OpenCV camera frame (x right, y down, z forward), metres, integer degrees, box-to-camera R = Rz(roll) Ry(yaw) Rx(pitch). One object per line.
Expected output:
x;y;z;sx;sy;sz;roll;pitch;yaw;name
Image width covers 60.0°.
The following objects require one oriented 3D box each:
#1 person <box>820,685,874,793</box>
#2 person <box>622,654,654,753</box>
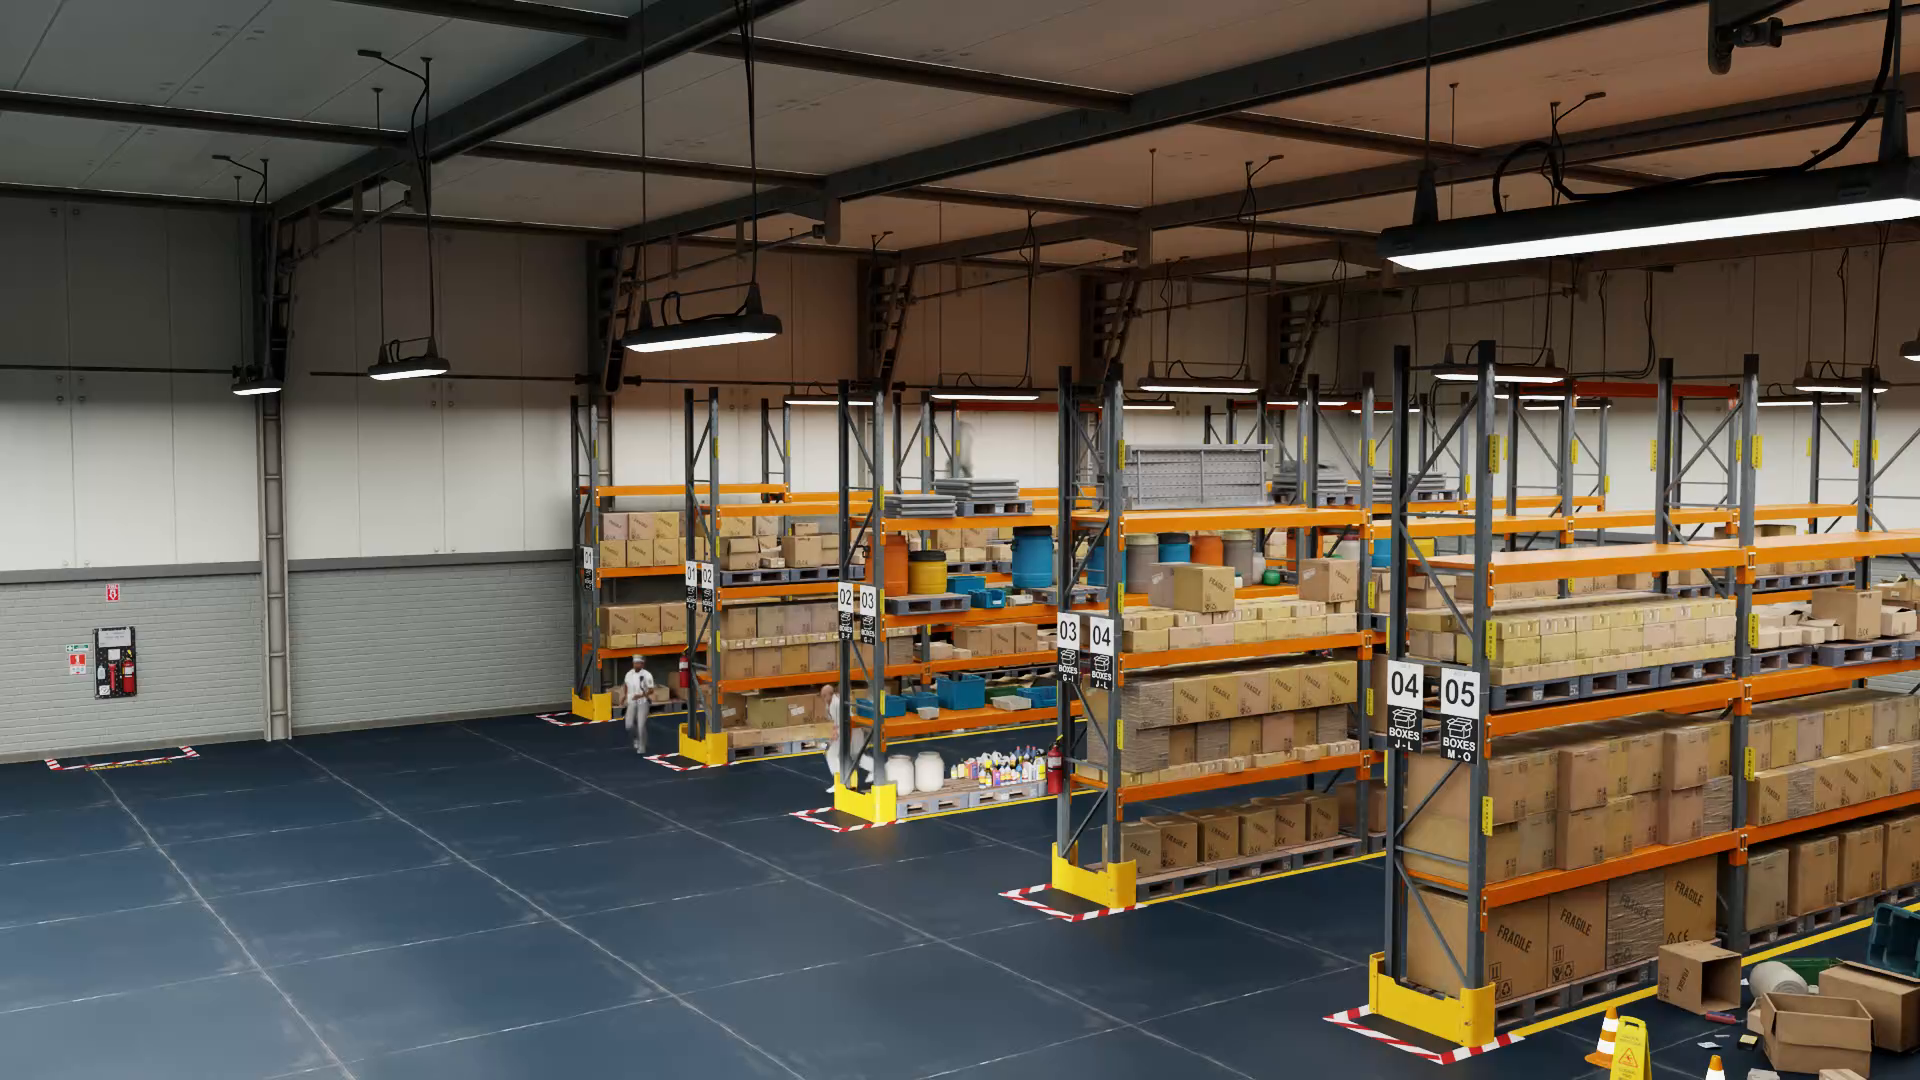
-1.560;2.907;24.565;1.138;1.619;0.706;-2;4;-33;person
-5.320;2.698;27.319;0.591;1.652;0.556;1;3;9;person
